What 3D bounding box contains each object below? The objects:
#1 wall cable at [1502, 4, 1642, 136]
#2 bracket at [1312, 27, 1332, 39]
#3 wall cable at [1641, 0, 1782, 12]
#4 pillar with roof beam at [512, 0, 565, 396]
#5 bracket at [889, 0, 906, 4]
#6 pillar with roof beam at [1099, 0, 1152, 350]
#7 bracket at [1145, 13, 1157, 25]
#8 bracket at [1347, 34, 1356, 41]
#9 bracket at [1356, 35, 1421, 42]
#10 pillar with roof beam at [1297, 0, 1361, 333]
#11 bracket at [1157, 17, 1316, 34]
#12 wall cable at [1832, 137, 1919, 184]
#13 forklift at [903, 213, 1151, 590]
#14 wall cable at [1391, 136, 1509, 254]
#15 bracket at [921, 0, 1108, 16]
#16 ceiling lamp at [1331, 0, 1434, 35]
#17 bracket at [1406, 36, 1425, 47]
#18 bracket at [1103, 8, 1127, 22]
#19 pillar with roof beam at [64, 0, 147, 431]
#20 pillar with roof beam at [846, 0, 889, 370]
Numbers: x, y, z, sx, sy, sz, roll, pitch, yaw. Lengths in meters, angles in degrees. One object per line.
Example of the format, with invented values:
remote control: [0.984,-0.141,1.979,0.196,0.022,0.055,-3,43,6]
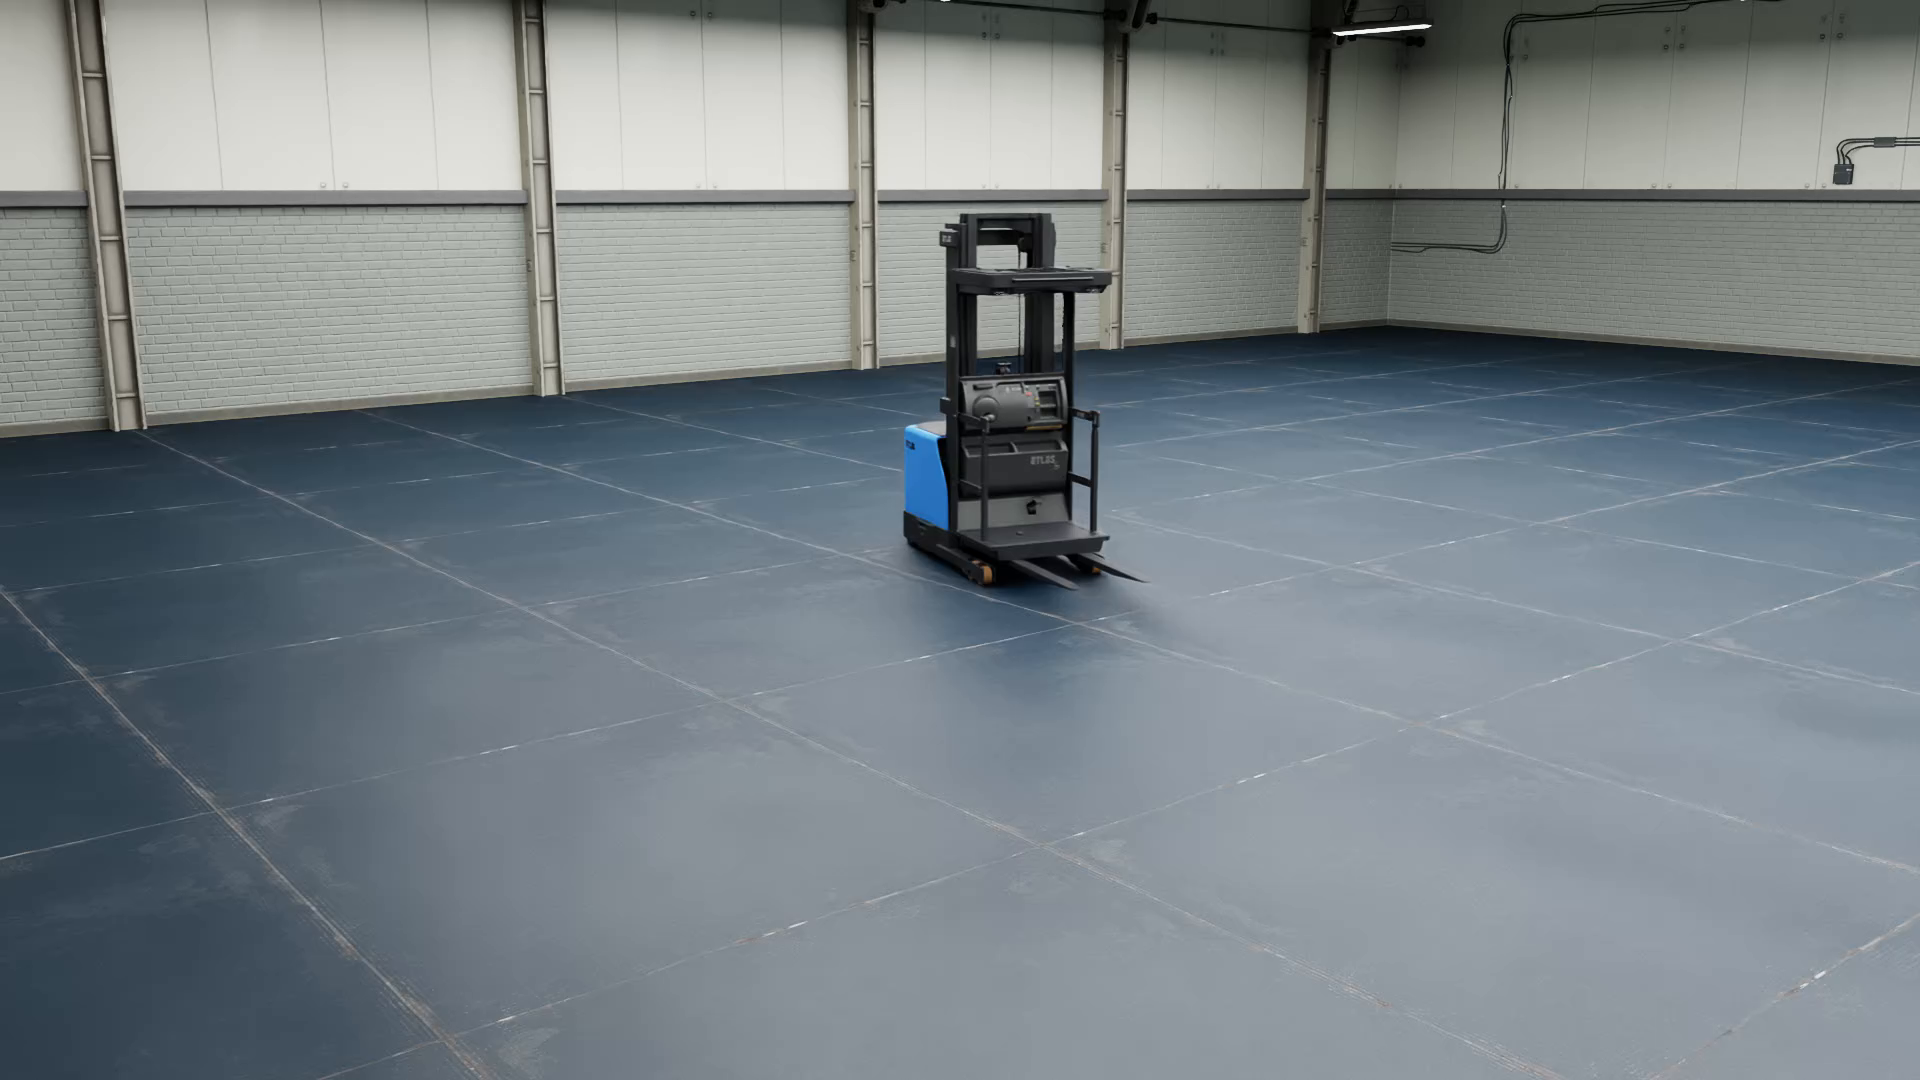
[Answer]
wall cable: [12.510,-9.675,34.342,0.112,2.526,3.097,-9,15,-38]
bracket: [7.591,-10.643,34.922,0.430,0.232,0.235,-9,15,-38]
wall cable: [14.443,-11.398,31.506,0.112,2.526,3.097,-9,15,-38]
pillar with roof beam: [-3.672,-5.960,21.533,0.400,9.000,9.100,-9,15,-38]
bracket: [-1.131,-9.194,28.096,0.430,0.232,0.235,-9,15,-38]
pillar with roof beam: [5.698,-7.517,28.866,0.548,9.000,9.100,-9,15,-38]
bracket: [3.554,-9.973,31.763,0.430,0.232,0.235,-9,15,-38]
bracket: [8.239,-10.751,35.429,0.430,0.232,0.235,-9,15,-38]
bracket: [9.629,-10.982,36.517,3.189,0.066,0.076,-9,15,-38]
pillar with roof beam: [10.383,-8.296,32.532,0.548,9.000,9.100,-9,15,-38]
bracket: [5.579,-10.309,33.348,4.783,0.066,0.076,-9,15,-38]
wall cable: [16.738,-9.284,28.997,0.169,6.003,2.305,-9,15,-38]
forklift: [0.542,-1.166,13.565,1.130,2.935,3.031,-5,13,-23]
wall cable: [10.820,-7.643,36.933,0.112,2.526,3.097,-9,15,-38]
bracket: [0.894,-9.531,29.681,4.783,0.066,0.076,-9,15,-38]
ceiling lamp: [7.643,-10.578,29.225,0.800,3.185,2.000,-9,15,-38]
bracket: [10.090,-11.059,36.877,0.430,0.232,0.235,-9,15,-38]
bracket: [2.906,-9.865,31.255,0.430,0.232,0.235,-9,15,-38]
pillar with roof beam: [-8.358,-5.182,17.866,0.400,9.000,9.100,-9,15,-38]
pillar with roof beam: [1.013,-6.739,25.199,0.548,9.000,9.100,-9,15,-38]
